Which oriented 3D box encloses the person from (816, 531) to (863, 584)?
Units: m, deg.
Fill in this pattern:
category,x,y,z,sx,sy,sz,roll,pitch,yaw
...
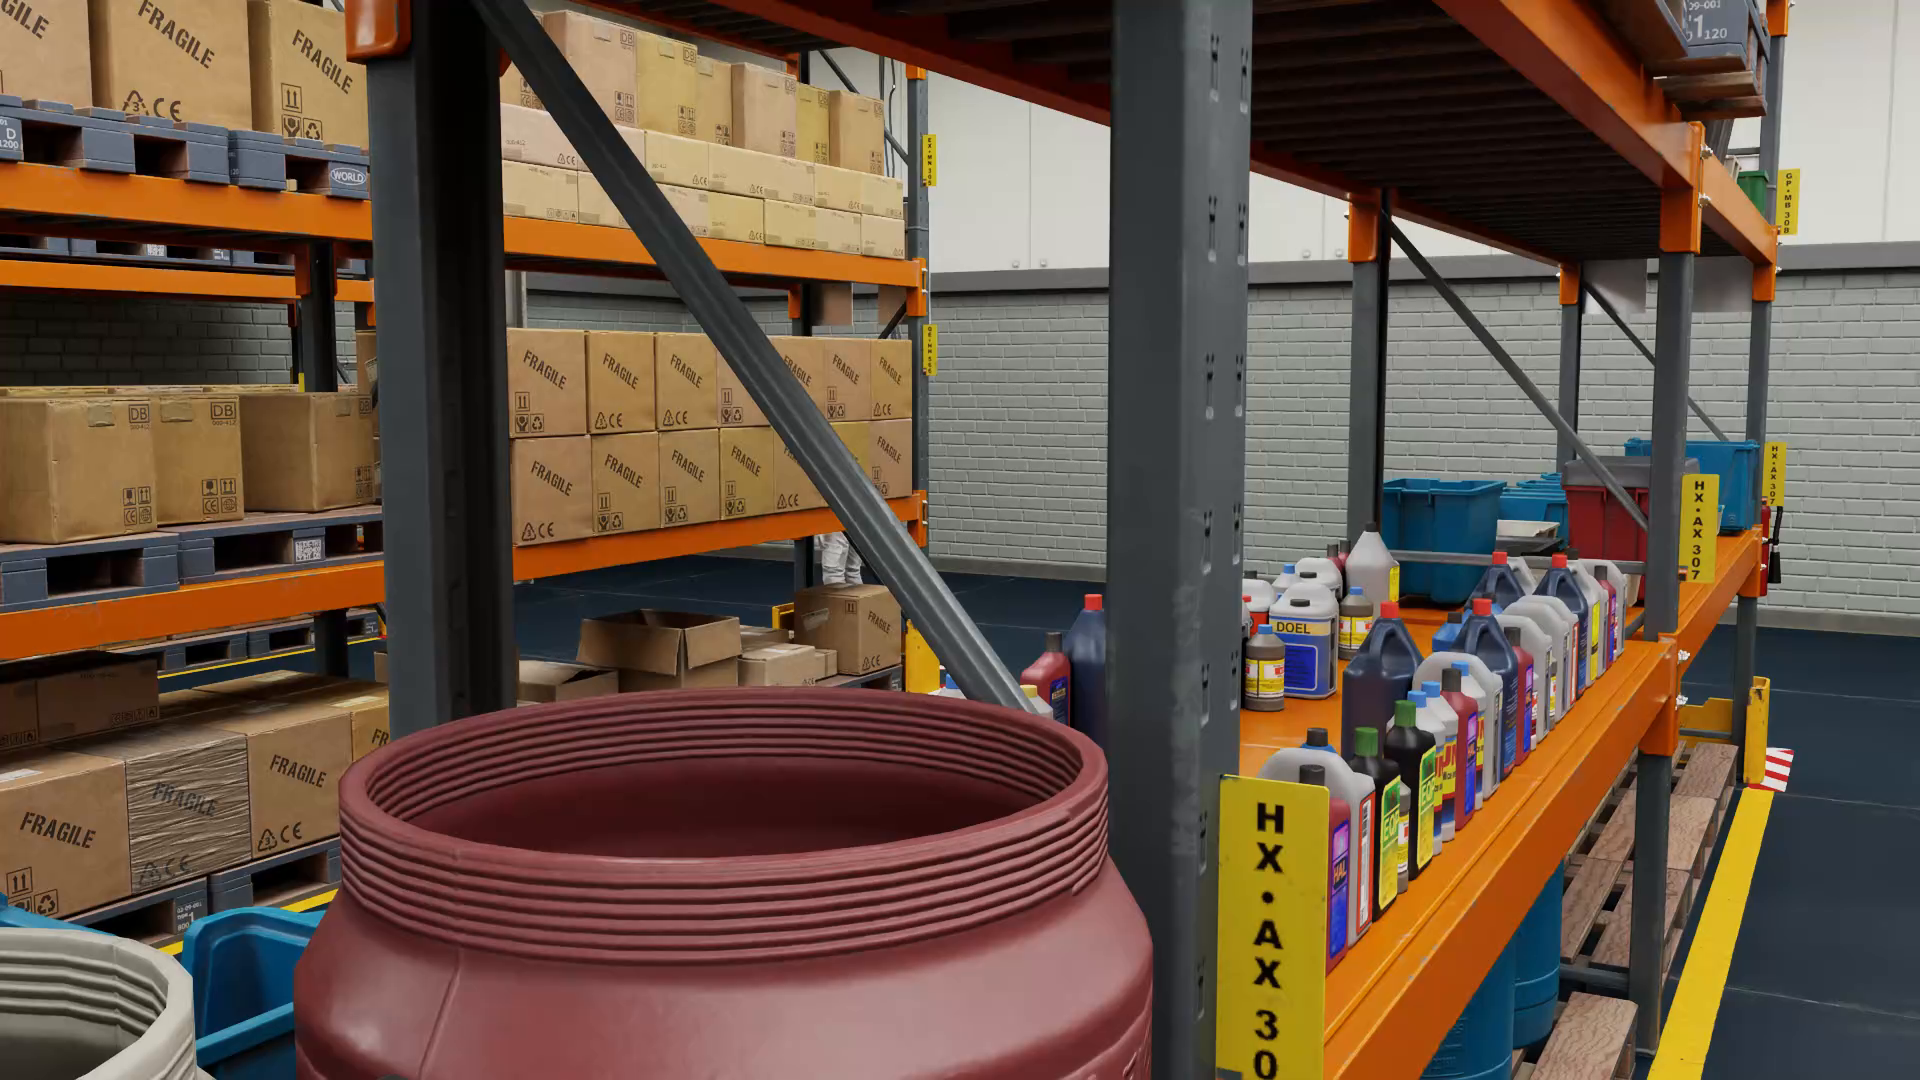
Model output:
category,x,y,z,sx,sy,sz,roll,pitch,yaw
person,-0.929,-0.105,13.040,0.453,1.775,0.604,3,7,28
